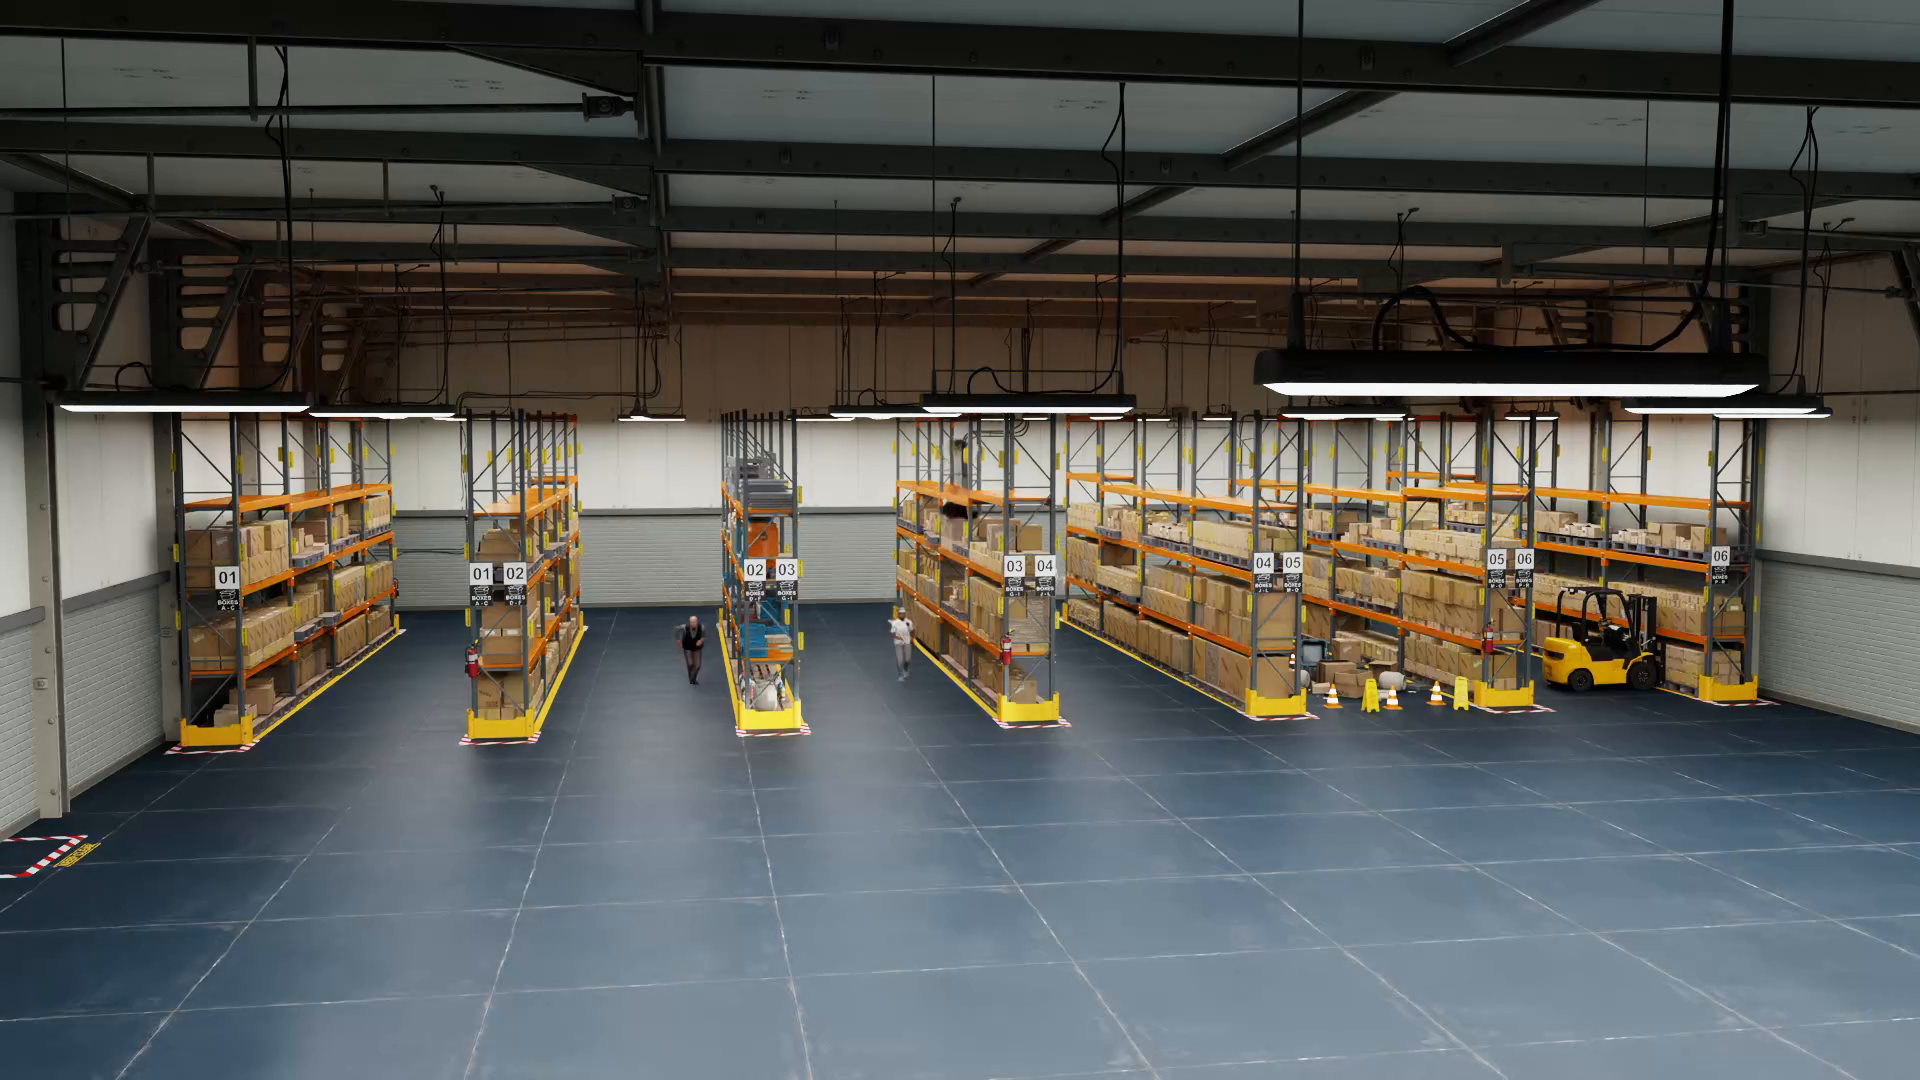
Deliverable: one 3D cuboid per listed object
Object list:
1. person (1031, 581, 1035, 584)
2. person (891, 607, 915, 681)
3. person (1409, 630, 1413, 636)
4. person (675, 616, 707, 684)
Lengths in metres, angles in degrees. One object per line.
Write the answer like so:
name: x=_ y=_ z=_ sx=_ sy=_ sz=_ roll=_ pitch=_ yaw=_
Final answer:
person: x=2.164 y=1.505 z=48.411 sx=0.627 sy=1.718 sz=0.852 roll=2 pitch=4 yaw=21
person: x=-1.257 y=2.319 z=36.936 sx=0.561 sy=1.656 sz=0.562 roll=-1 pitch=4 yaw=-8
person: x=11.330 y=2.060 z=41.467 sx=0.530 sy=1.552 sz=0.561 roll=-1 pitch=4 yaw=-14
person: x=-5.881 y=2.415 z=36.338 sx=0.685 sy=1.549 sz=0.868 roll=-1 pitch=4 yaw=-14
